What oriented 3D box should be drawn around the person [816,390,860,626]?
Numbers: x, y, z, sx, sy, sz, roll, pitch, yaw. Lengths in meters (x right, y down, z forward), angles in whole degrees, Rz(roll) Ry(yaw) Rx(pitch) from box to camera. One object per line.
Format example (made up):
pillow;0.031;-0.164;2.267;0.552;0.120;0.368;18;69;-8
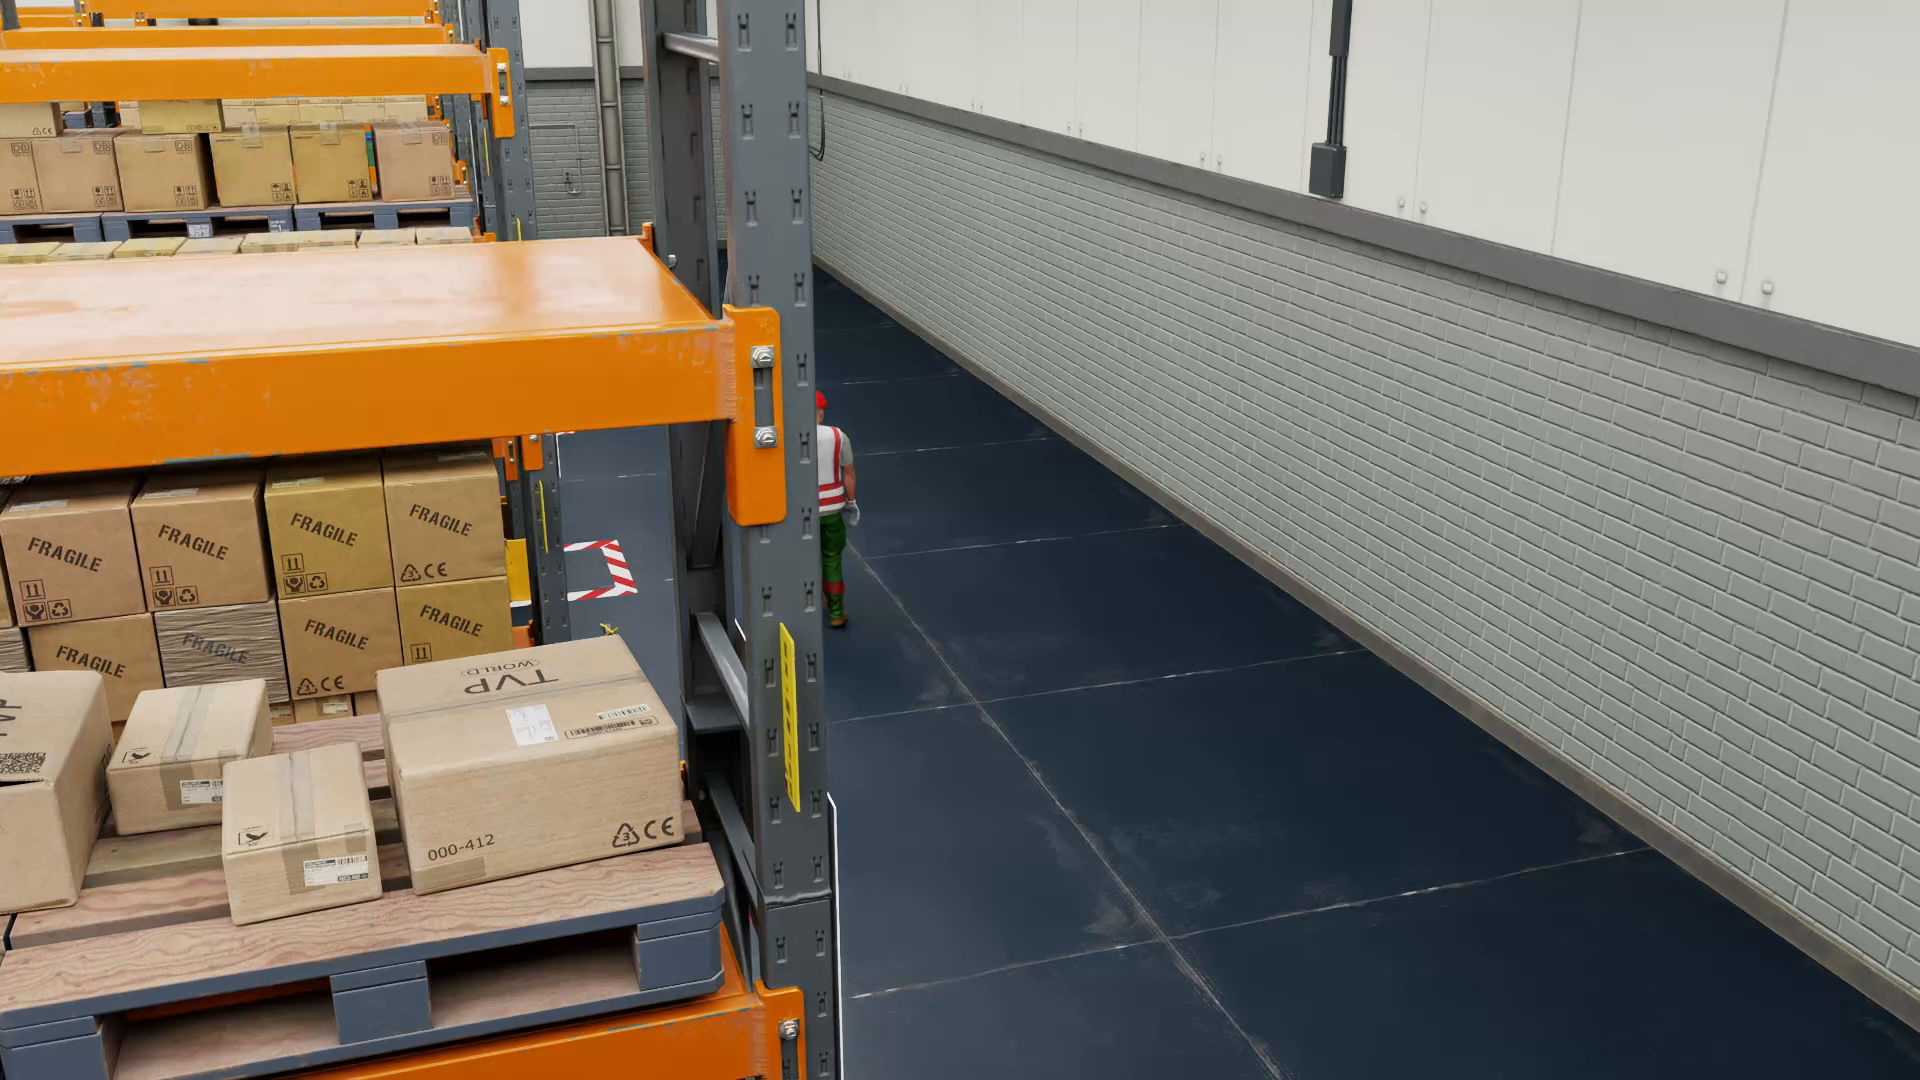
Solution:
person;-1.066;-0.201;12.096;0.656;1.800;0.378;-9;21;-25
